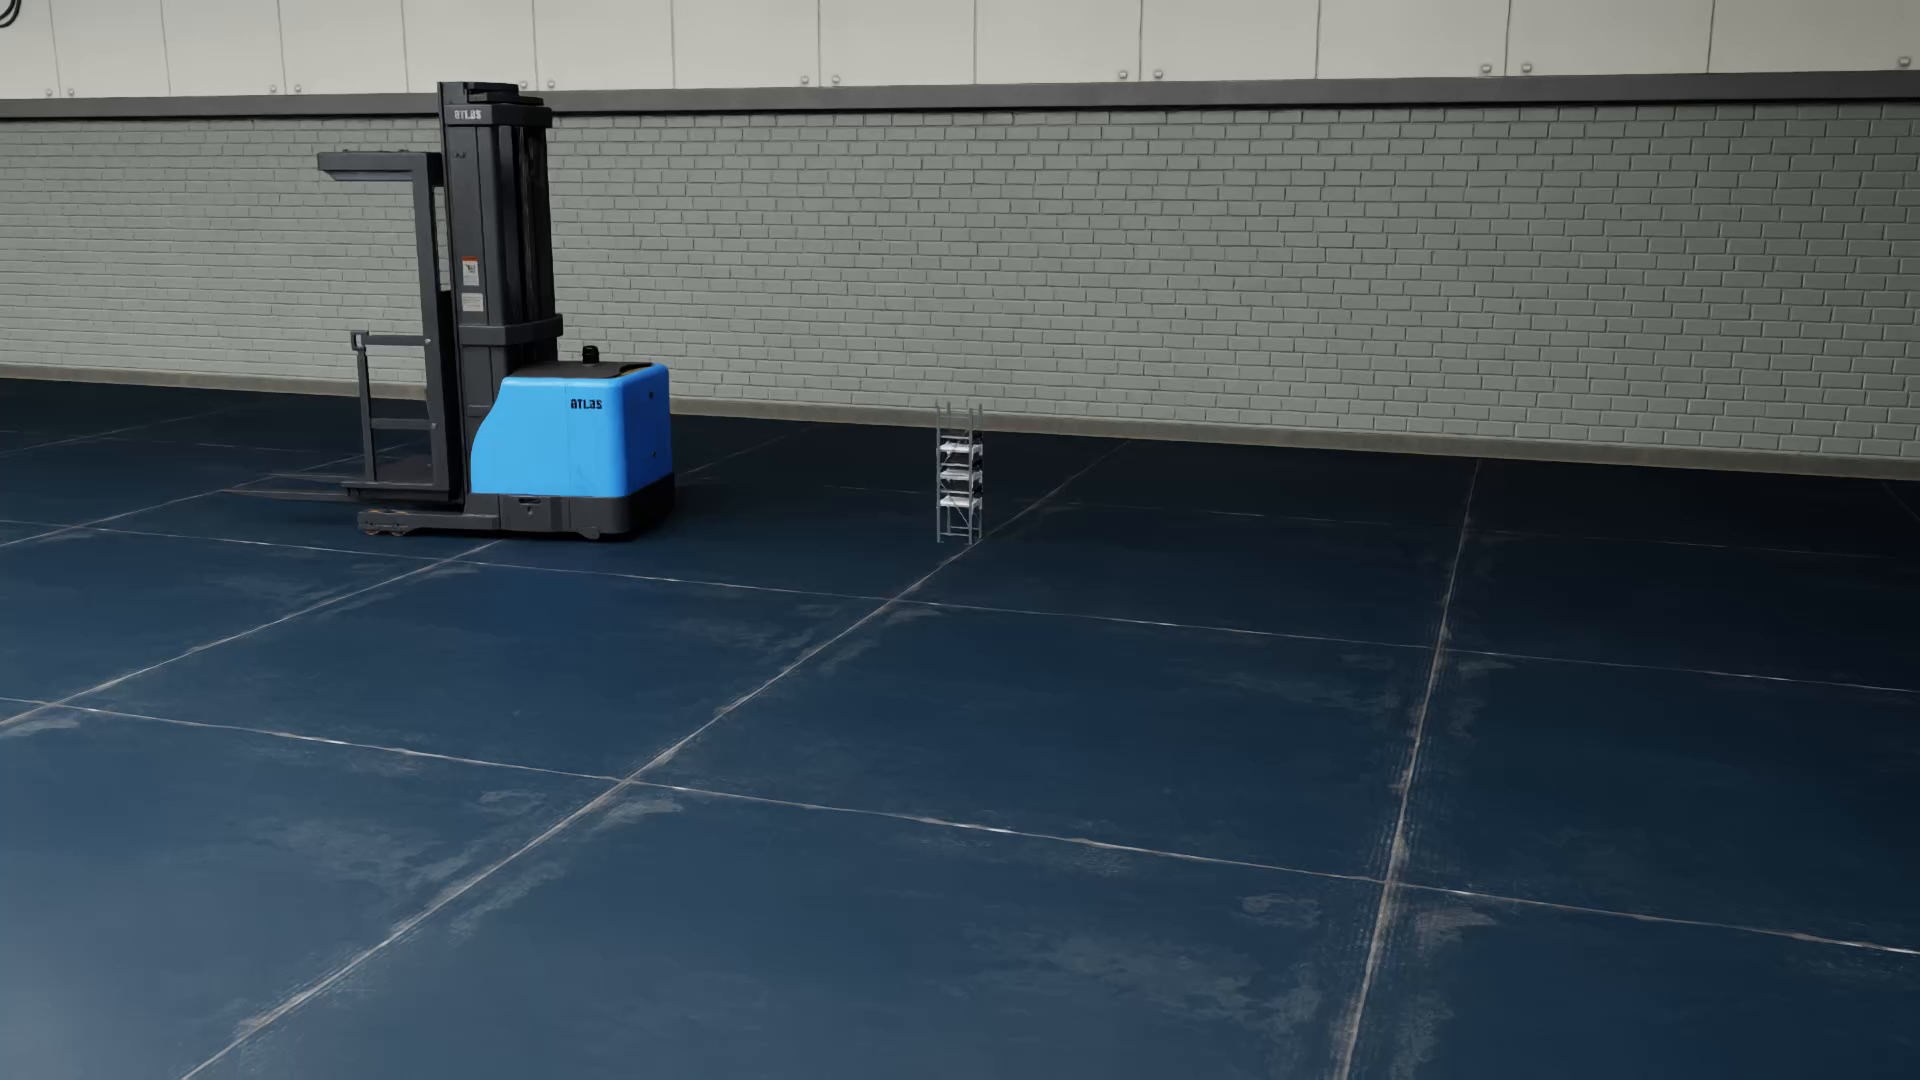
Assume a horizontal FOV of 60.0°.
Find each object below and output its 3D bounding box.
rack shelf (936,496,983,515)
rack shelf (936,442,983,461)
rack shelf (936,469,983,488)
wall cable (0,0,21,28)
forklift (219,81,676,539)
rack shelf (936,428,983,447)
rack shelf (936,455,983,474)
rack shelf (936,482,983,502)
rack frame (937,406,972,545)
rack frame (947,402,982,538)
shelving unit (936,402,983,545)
[{"bbox_3d":[-0.003,-0.229,10.928,0.258,0.077,0.200,4,14,18],"label":"rack shelf"},{"bbox_3d":[-0.003,-0.580,10.848,0.258,0.077,0.200,4,14,18],"label":"rack shelf"},{"bbox_3d":[-0.003,-0.405,10.888,0.258,0.077,0.200,4,14,18],"label":"rack shelf"},{"bbox_3d":[-11.239,-7.924,17.838,2.305,6.003,0.169,4,14,18],"label":"wall cable"},{"bbox_3d":[-3.576,-1.569,11.275,3.031,2.935,1.130,2,13,10],"label":"forklift"},{"bbox_3d":[-0.003,-0.668,10.828,0.258,0.077,0.200,4,14,18],"label":"rack shelf"},{"bbox_3d":[-0.003,-0.492,10.868,0.258,0.077,0.200,4,14,18],"label":"rack shelf"},{"bbox_3d":[-0.003,-0.317,10.908,0.258,0.077,0.200,4,14,18],"label":"rack shelf"},{"bbox_3d":[-0.036,-0.416,10.787,0.240,0.900,0.006,4,14,18],"label":"rack frame"},{"bbox_3d":[0.030,-0.458,10.974,0.240,0.900,0.006,4,14,18],"label":"rack frame"},{"bbox_3d":[-0.003,-0.437,10.880,0.258,0.900,0.210,4,14,18],"label":"shelving unit"}]
